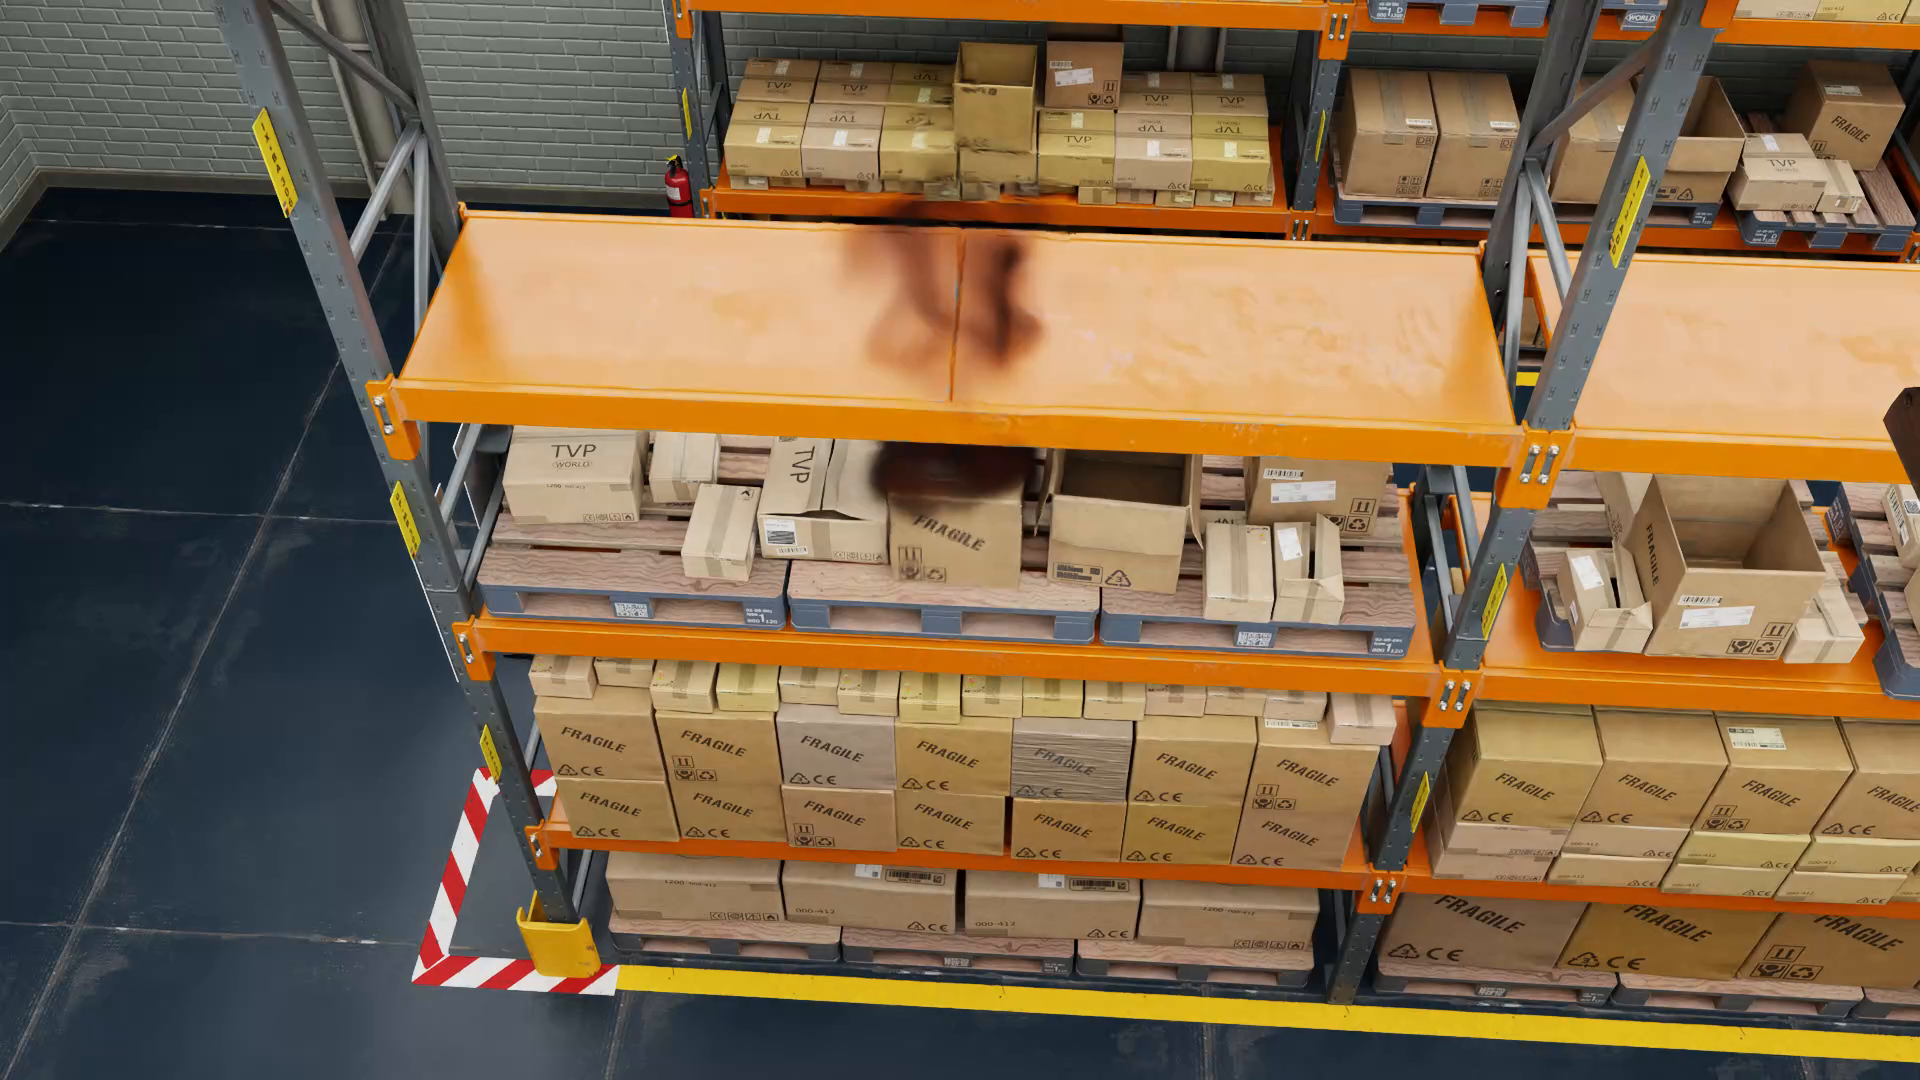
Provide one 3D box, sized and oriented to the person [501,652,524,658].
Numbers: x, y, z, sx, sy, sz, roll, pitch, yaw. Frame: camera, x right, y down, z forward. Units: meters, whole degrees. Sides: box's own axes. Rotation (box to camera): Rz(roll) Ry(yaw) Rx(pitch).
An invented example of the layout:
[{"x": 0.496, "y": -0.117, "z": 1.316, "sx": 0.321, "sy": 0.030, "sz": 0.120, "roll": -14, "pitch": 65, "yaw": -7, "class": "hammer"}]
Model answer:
[{"x": -2.271, "y": 0.242, "z": 9.367, "sx": 0.957, "sy": 1.725, "sz": 0.661, "roll": -8, "pitch": 48, "yaw": -7, "class": "person"}]
